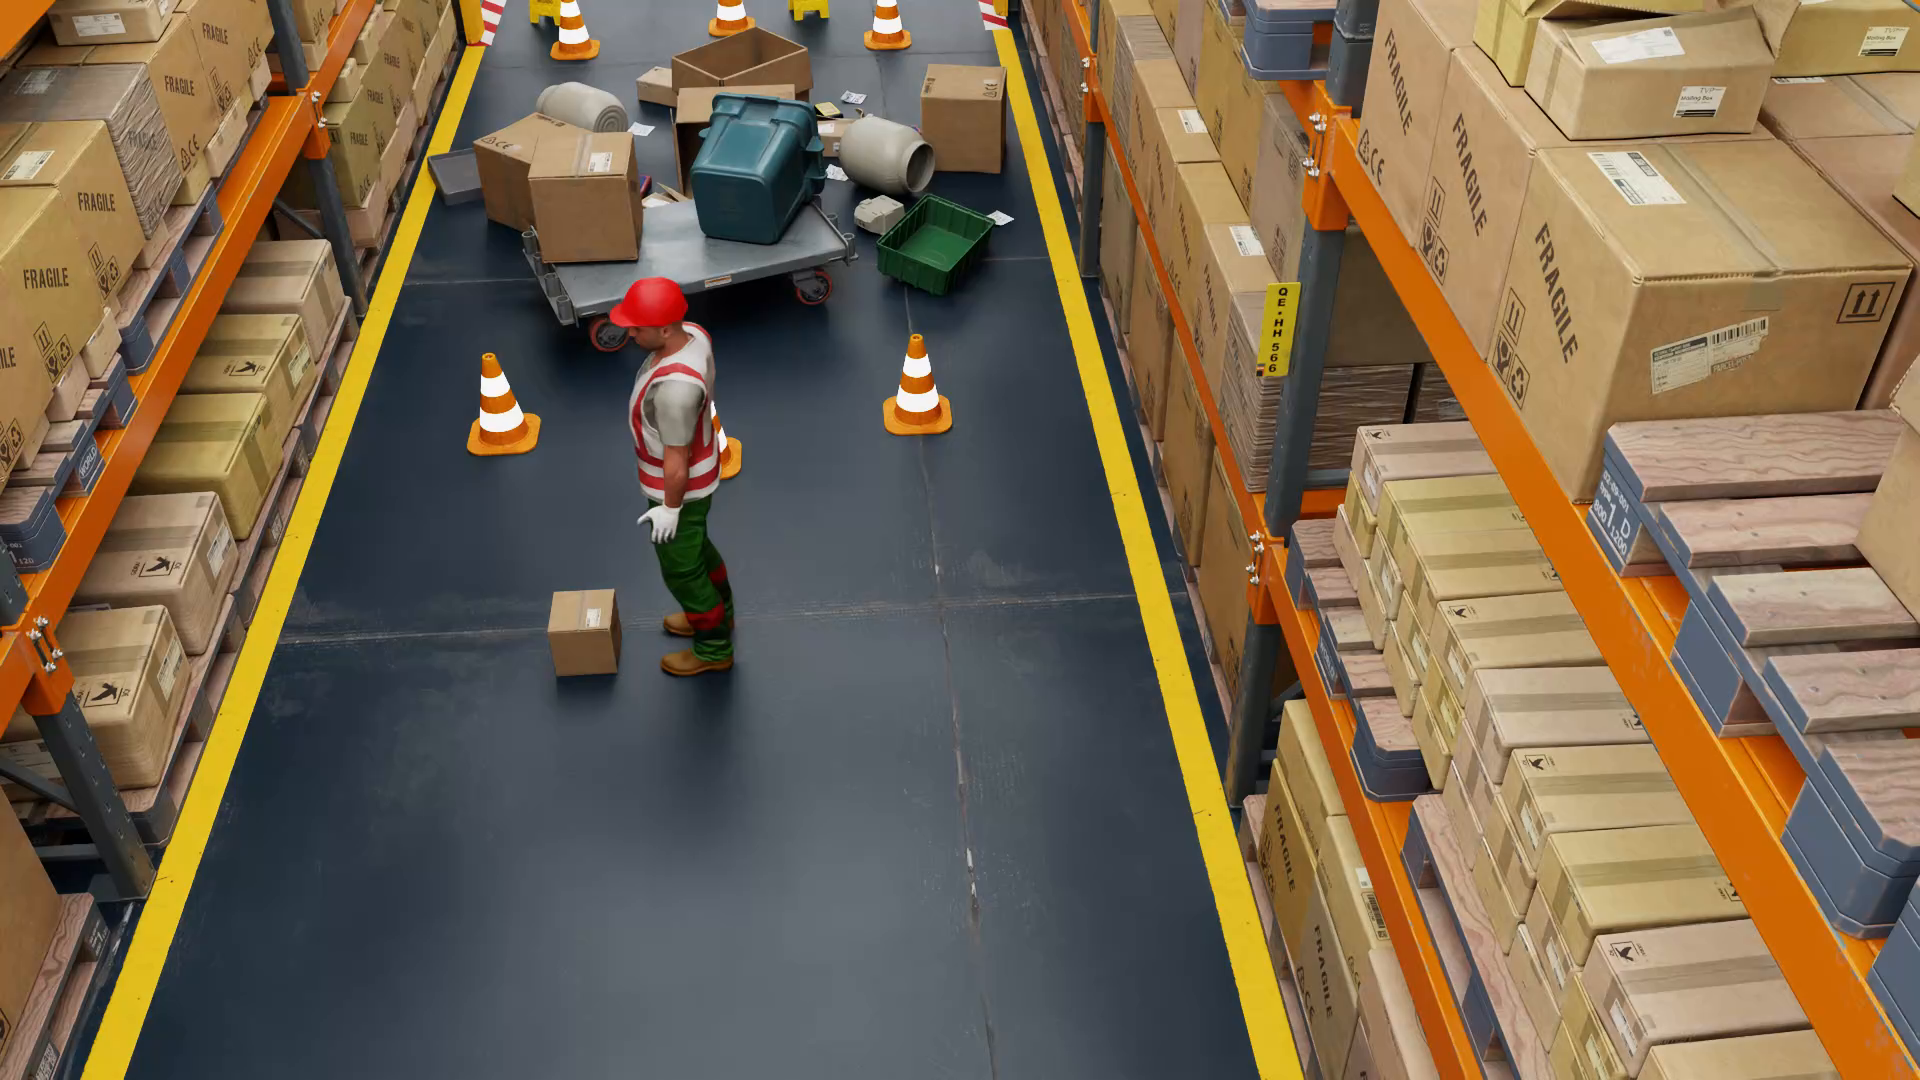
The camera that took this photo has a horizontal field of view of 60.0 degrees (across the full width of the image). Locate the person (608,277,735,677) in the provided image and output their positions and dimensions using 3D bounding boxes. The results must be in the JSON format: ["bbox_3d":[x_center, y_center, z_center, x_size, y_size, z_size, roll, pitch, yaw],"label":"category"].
[{"bbox_3d":[-1.082,-0.230,6.428,0.352,1.777,0.528,-2,39,-3],"label":"person"}]
